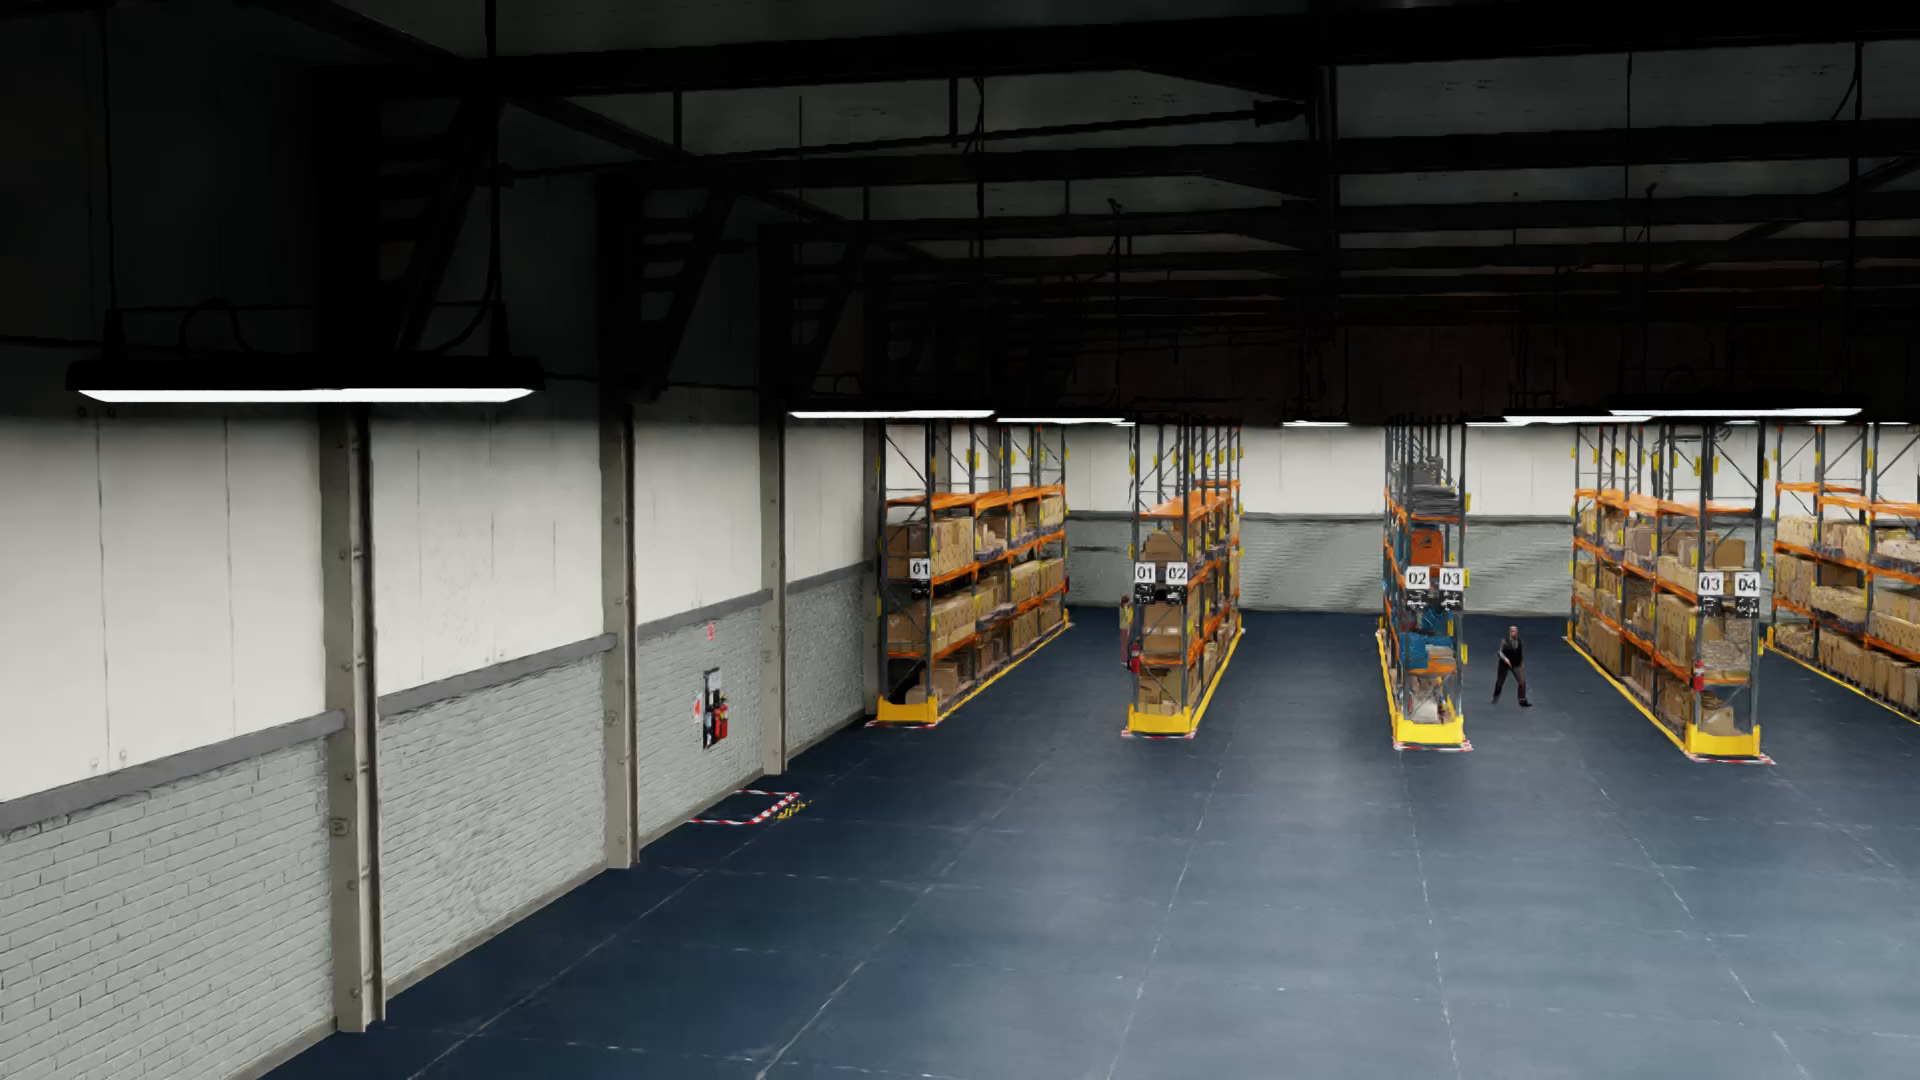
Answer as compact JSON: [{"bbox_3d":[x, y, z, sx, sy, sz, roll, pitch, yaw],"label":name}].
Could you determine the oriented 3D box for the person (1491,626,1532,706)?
[{"bbox_3d":[11.328,2.575,34.221,0.683,1.658,0.837,0,4,-4],"label":"person"}]

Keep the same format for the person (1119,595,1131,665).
[{"bbox_3d":[4.018,2.165,40.017,0.434,1.673,0.494,-1,4,-18],"label":"person"}]
